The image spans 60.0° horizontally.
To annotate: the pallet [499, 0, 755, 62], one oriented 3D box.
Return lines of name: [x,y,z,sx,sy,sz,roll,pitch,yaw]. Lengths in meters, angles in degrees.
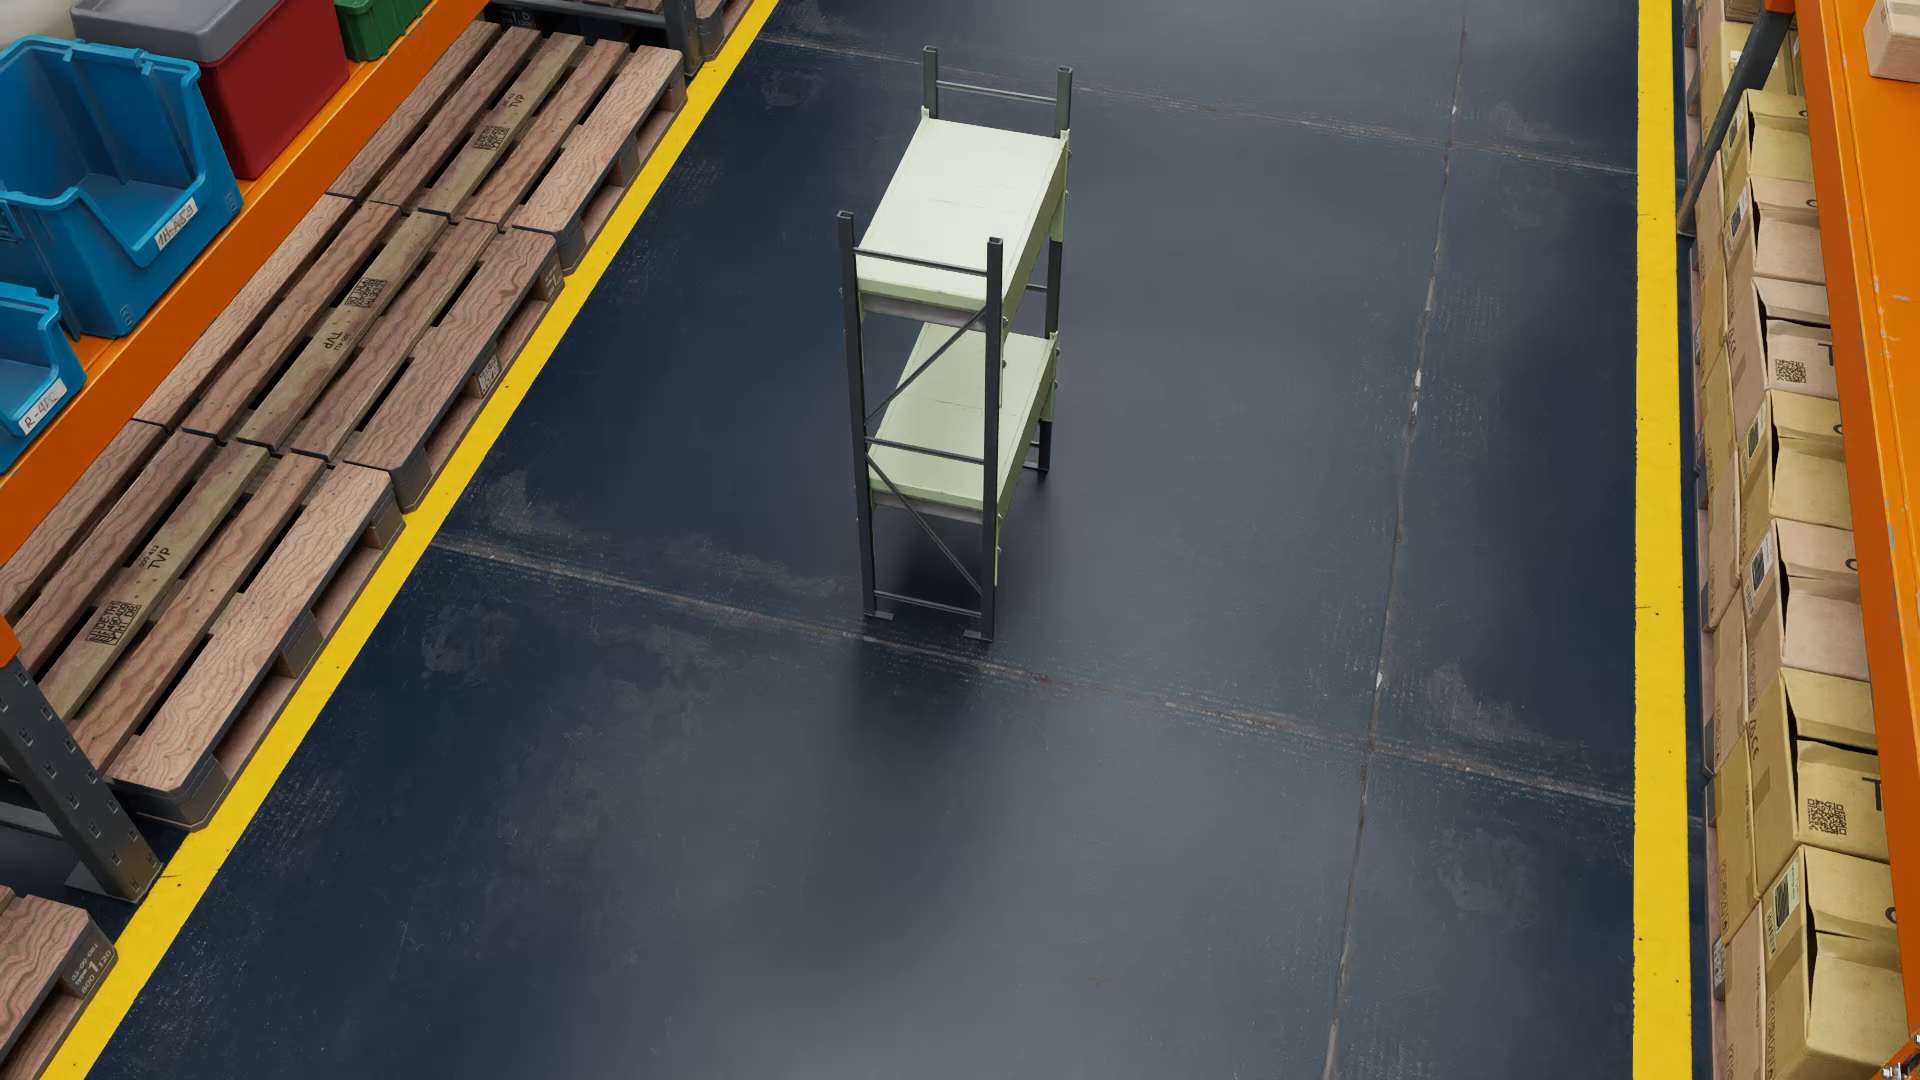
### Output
pallet: [-1.367,-2.616,7.418,1.003,0.211,1.213,12,50,10]

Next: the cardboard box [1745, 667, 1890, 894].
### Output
cardboard box: [2.172,0.593,3.906,0.500,0.311,0.500,11,49,9]

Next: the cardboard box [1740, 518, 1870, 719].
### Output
cardboard box: [2.307,0.228,4.228,0.500,0.311,0.500,11,50,10]

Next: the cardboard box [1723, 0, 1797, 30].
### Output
cardboard box: [3.248,-2.296,6.330,0.500,0.500,0.500,12,50,10]

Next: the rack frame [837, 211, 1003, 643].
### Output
rack frame: [-0.095,-0.236,4.458,0.400,1.500,0.023,12,50,10]

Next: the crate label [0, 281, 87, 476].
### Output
crate label: [-2.164,-0.344,3.664,0.303,0.233,0.416,12,50,10]

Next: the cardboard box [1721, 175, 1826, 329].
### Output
cardboard box: [2.708,-0.885,5.210,0.500,0.311,0.500,11,49,10]

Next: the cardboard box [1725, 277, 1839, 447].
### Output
cardboard box: [2.573,-0.511,4.880,0.500,0.311,0.500,10,49,9]

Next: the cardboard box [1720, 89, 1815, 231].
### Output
cardboard box: [2.845,-1.246,5.529,0.500,0.311,0.500,12,50,10]

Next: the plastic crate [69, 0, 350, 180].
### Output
plastic crate: [-1.916,-1.298,4.352,0.402,0.464,0.583,12,50,10]

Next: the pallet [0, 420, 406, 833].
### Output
pallet: [-2.395,0.202,4.931,1.003,0.211,1.213,12,50,10]

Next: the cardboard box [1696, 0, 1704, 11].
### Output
cardboard box: [3.364,-2.413,6.933,0.500,0.250,0.500,12,50,10]

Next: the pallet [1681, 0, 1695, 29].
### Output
pallet: [3.763,-2.611,7.413,1.003,0.211,1.213,12,50,10]

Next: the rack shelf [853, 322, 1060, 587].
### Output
rack shelf: [0.002,-0.285,4.936,0.431,0.370,0.720,12,50,10]

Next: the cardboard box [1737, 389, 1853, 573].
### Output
cardboard box: [2.441,-0.134,4.547,0.500,0.311,0.500,13,50,11]

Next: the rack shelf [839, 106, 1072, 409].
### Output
rack shelf: [0.002,-0.759,4.399,0.431,0.370,0.720,12,50,10]

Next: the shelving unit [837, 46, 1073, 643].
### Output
shelving unit: [0.002,-0.501,4.692,0.431,1.500,0.755,12,50,10]

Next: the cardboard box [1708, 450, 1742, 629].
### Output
cardboard box: [2.444,0.045,4.764,0.500,0.250,0.500,12,50,11]

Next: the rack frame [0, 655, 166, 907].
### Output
rack frame: [-2.637,-0.168,3.398,1.000,3.000,0.127,12,50,10]

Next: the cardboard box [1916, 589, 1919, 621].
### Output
cardboard box: [2.111,0.190,3.249,0.380,0.149,0.250,12,50,10]

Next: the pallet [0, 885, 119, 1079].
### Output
pallet: [-2.804,1.333,3.933,1.003,0.211,1.213,12,50,10]

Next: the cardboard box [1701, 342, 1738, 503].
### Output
cardboard box: [2.579,-0.323,5.088,0.500,0.250,0.500,10,49,9]

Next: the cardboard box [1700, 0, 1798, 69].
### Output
cardboard box: [3.246,-2.049,6.611,0.500,0.250,0.500,12,50,10]

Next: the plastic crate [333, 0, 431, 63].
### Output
plastic crate: [-1.770,-1.676,4.870,0.450,0.188,0.662,12,50,10]

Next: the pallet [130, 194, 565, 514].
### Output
pallet: [-2.072,-0.678,5.707,1.003,0.211,1.213,12,50,10]

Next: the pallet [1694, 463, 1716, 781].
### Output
pallet: [2.718,0.267,4.873,1.003,0.211,1.213,12,50,10]

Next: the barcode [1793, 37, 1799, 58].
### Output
barcode: [2.725,-1.615,5.408,0.001,0.075,0.075,12,50,10]

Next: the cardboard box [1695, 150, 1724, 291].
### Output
cardboard box: [2.849,-1.068,5.745,0.500,0.250,0.500,10,49,9]

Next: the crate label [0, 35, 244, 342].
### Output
crate label: [-2.114,-0.845,3.972,0.502,0.435,0.616,12,50,10]

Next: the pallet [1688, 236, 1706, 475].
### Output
pallet: [3.038,-0.618,5.655,1.003,0.211,1.213,12,50,10]

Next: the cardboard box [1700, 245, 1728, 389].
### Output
cardboard box: [2.713,-0.698,5.419,0.500,0.250,0.500,13,50,11]

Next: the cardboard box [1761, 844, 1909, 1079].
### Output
cardboard box: [2.041,0.970,3.573,0.500,0.311,0.500,13,50,11]

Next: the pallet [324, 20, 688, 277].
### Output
pallet: [-1.753,-1.563,6.489,1.003,0.211,1.213,12,50,10]

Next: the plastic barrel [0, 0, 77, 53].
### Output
plastic barrel: [-2.461,-1.296,4.319,0.421,0.512,0.421,0,49,0]

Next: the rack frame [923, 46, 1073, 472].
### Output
rack frame: [0.098,-0.766,4.926,0.400,1.500,0.023,12,50,10]

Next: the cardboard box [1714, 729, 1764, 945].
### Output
cardboard box: [2.176,0.781,4.114,0.500,0.250,0.500,11,49,10]

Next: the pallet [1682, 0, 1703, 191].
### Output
pallet: [3.444,-1.726,6.632,1.003,0.211,1.213,12,50,10]

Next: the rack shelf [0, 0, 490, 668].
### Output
rack shelf: [-2.110,-1.377,4.944,1.077,0.370,4.000,12,50,10]

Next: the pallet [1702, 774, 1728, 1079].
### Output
pallet: [2.395,1.147,4.097,1.003,0.211,1.213,12,50,10]

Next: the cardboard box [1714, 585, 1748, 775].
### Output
cardboard box: [2.312,0.418,4.435,0.500,0.250,0.500,13,50,11]

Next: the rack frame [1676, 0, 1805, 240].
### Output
rack frame: [3.194,-2.081,5.086,1.000,3.000,0.127,12,50,10]

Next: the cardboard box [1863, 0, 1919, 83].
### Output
cardboard box: [2.763,-1.398,4.650,0.380,0.149,0.250,12,50,10]

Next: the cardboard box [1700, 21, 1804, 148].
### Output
cardboard box: [3.105,-1.689,6.294,0.500,0.250,0.500,12,50,10]

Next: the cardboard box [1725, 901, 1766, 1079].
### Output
cardboard box: [2.044,1.154,3.785,0.500,0.250,0.500,13,50,11]

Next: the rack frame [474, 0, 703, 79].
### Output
rack frame: [-1.584,-3.061,5.951,1.000,3.000,0.127,12,50,10]
